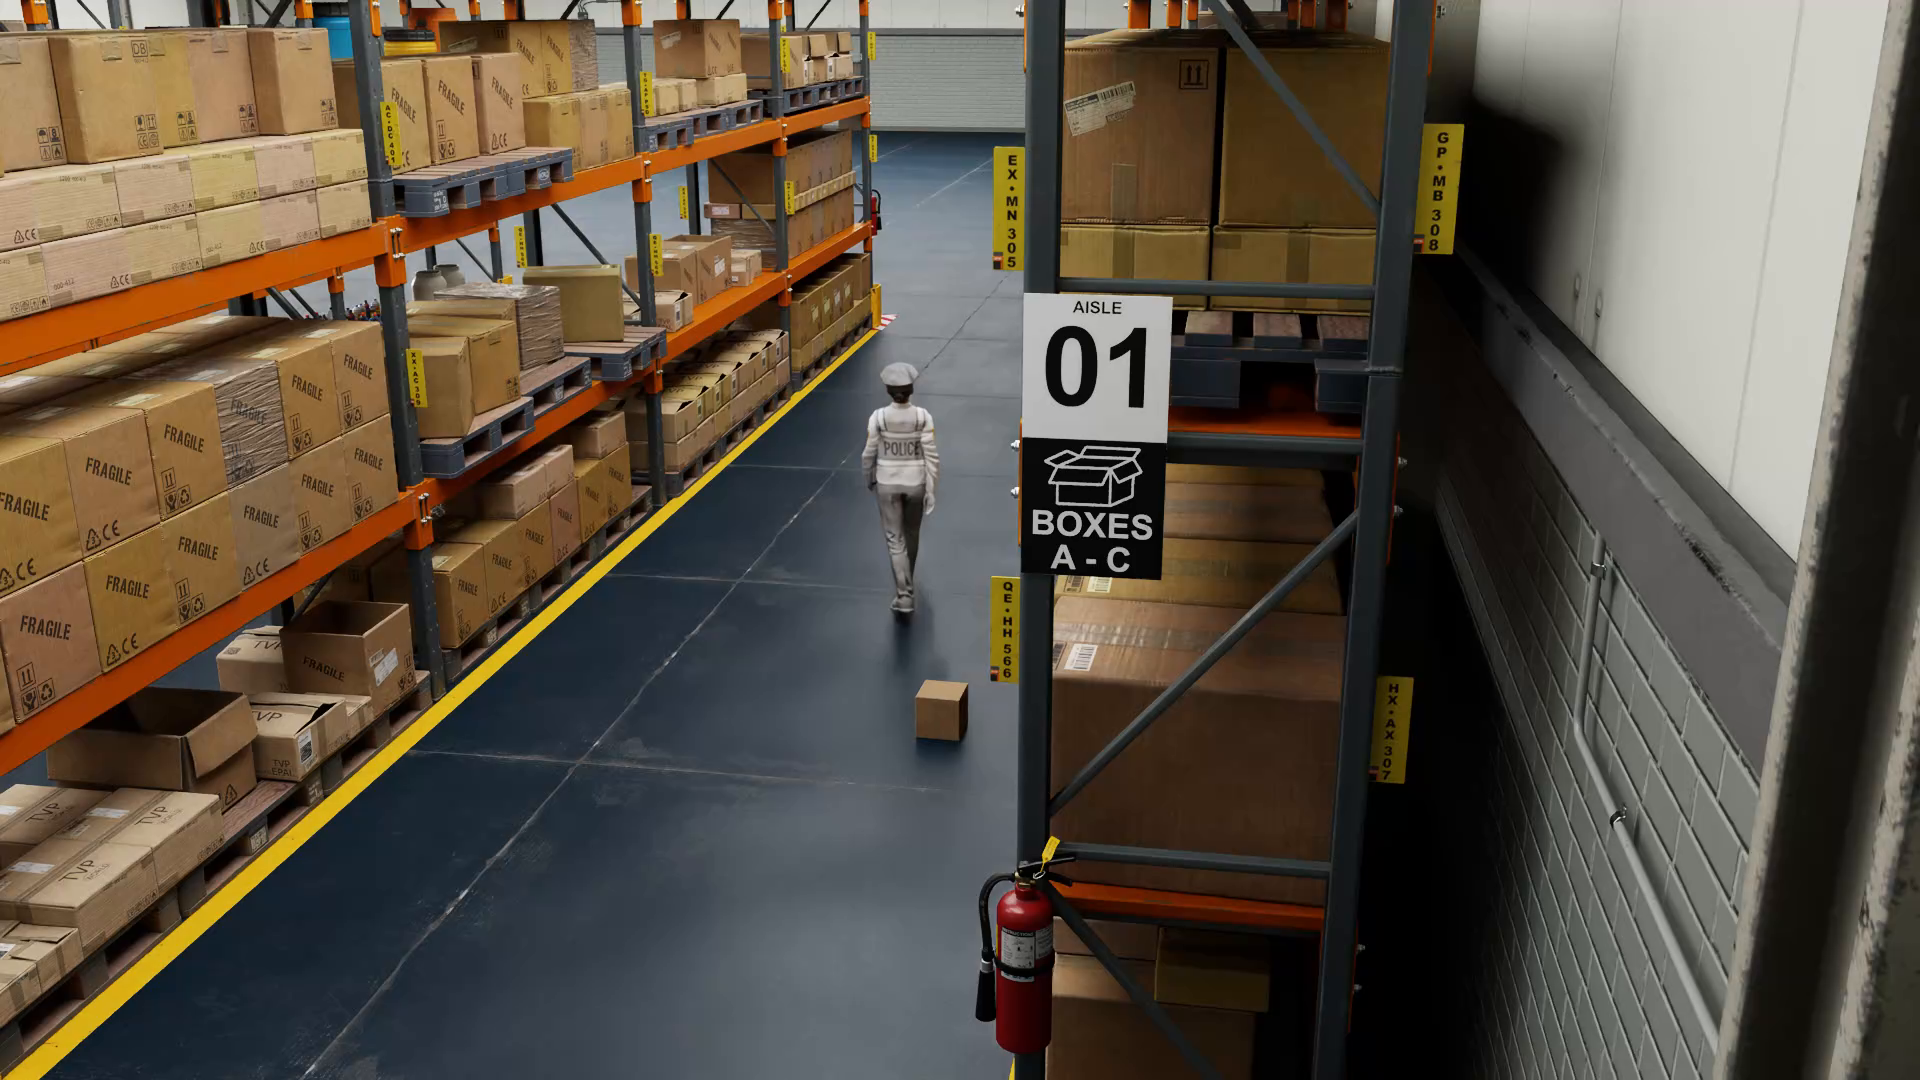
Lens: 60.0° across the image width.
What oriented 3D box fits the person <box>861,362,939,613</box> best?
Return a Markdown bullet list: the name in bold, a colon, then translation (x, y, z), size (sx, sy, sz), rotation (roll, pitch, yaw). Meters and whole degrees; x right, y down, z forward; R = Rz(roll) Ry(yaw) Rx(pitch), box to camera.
- **person**: translation (-0.415, -0.401, 11.194), size (0.496, 1.621, 1.020), rotation (-4, 18, -11)
